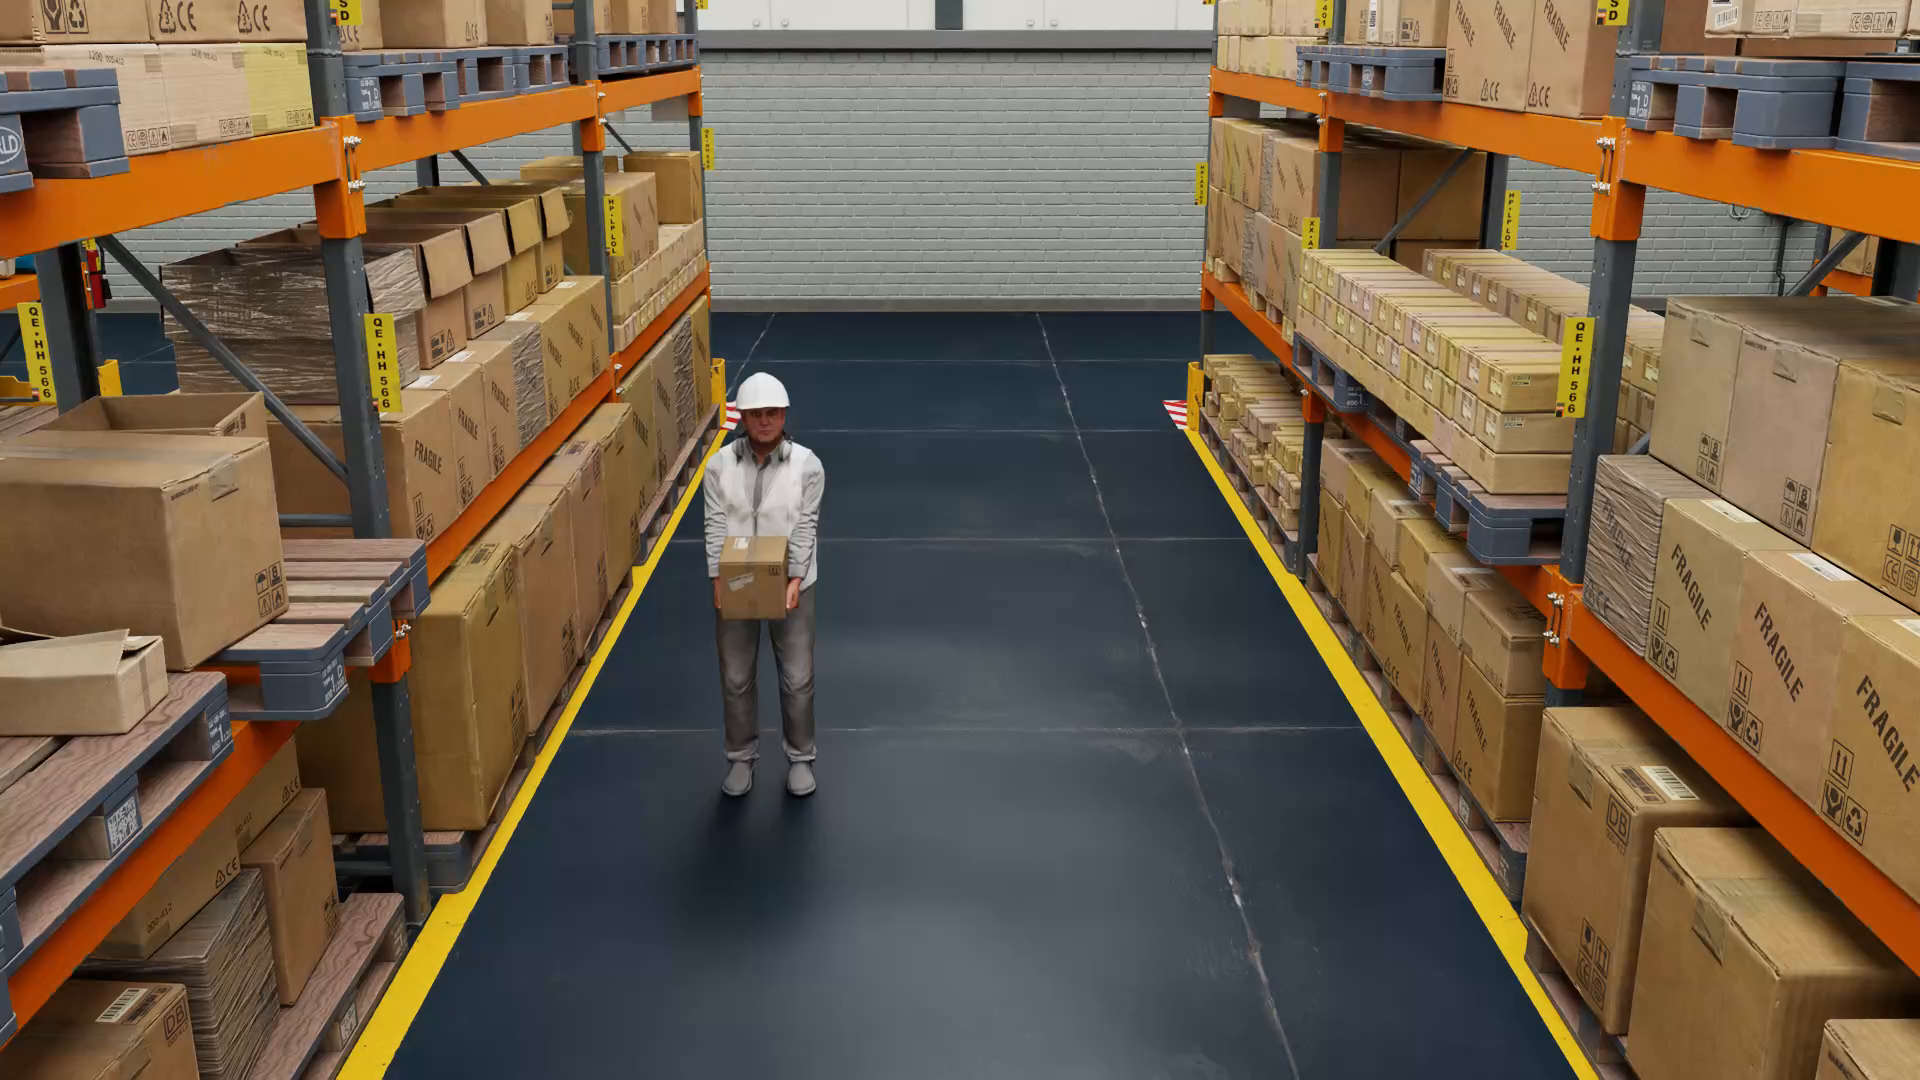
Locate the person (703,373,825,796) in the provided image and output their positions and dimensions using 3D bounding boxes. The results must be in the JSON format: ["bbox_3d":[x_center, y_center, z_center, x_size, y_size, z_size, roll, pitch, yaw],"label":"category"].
[{"bbox_3d":[-0.796,0.214,6.807,0.495,1.771,0.541,0,17,-1],"label":"person"}]
